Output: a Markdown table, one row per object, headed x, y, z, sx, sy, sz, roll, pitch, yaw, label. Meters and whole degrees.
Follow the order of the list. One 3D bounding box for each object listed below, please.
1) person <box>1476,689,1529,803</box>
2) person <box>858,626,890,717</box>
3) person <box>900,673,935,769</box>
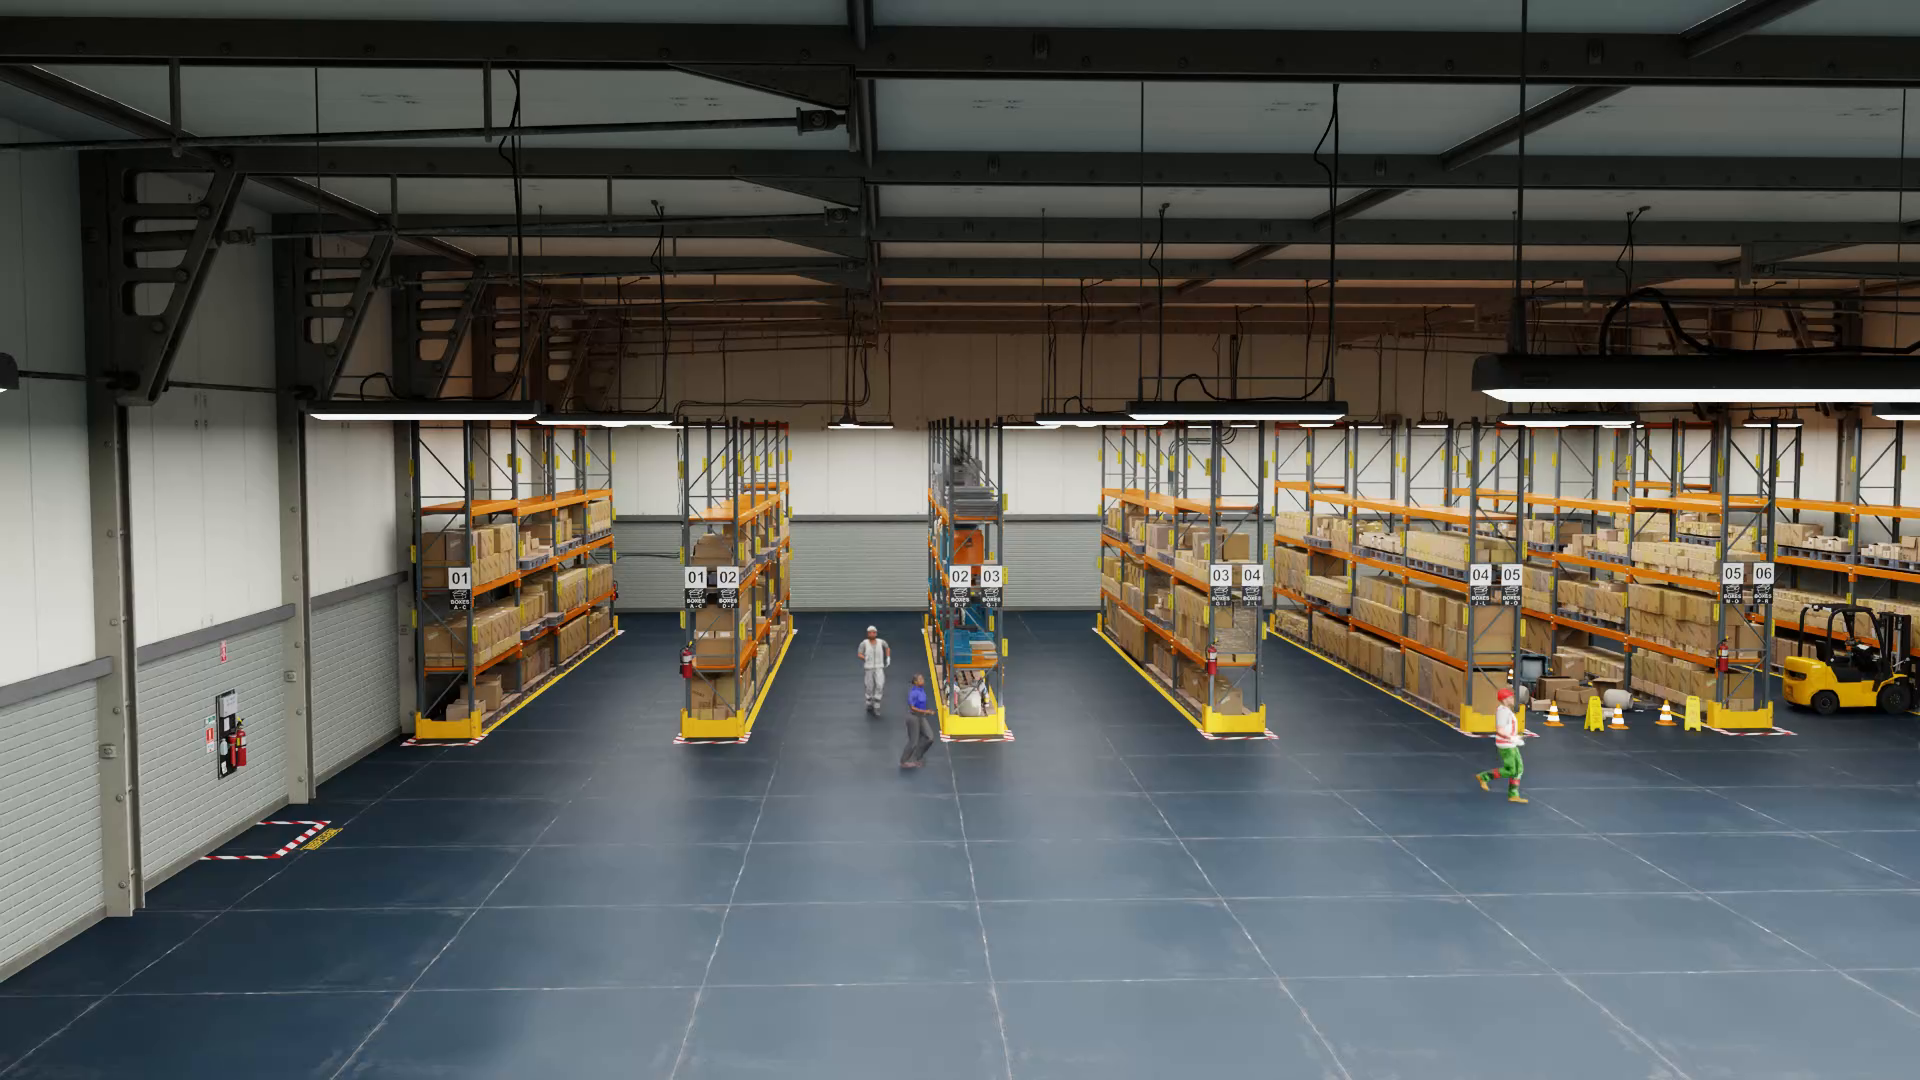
| x | y | z | sx | sy | sz | roll | pitch | yaw | label |
| --- | --- | --- | --- | --- | --- | --- | --- | --- | --- |
| 8.400 | 3.173 | 25.712 | 0.785 | 1.759 | 0.657 | 2 | 4 | 22 | person |
| -1.741 | 2.647 | 33.734 | 0.669 | 1.818 | 0.792 | 0 | 4 | -7 | person |
| -0.688 | 3.101 | 28.124 | 0.679 | 1.624 | 0.602 | 2 | 4 | 27 | person |
